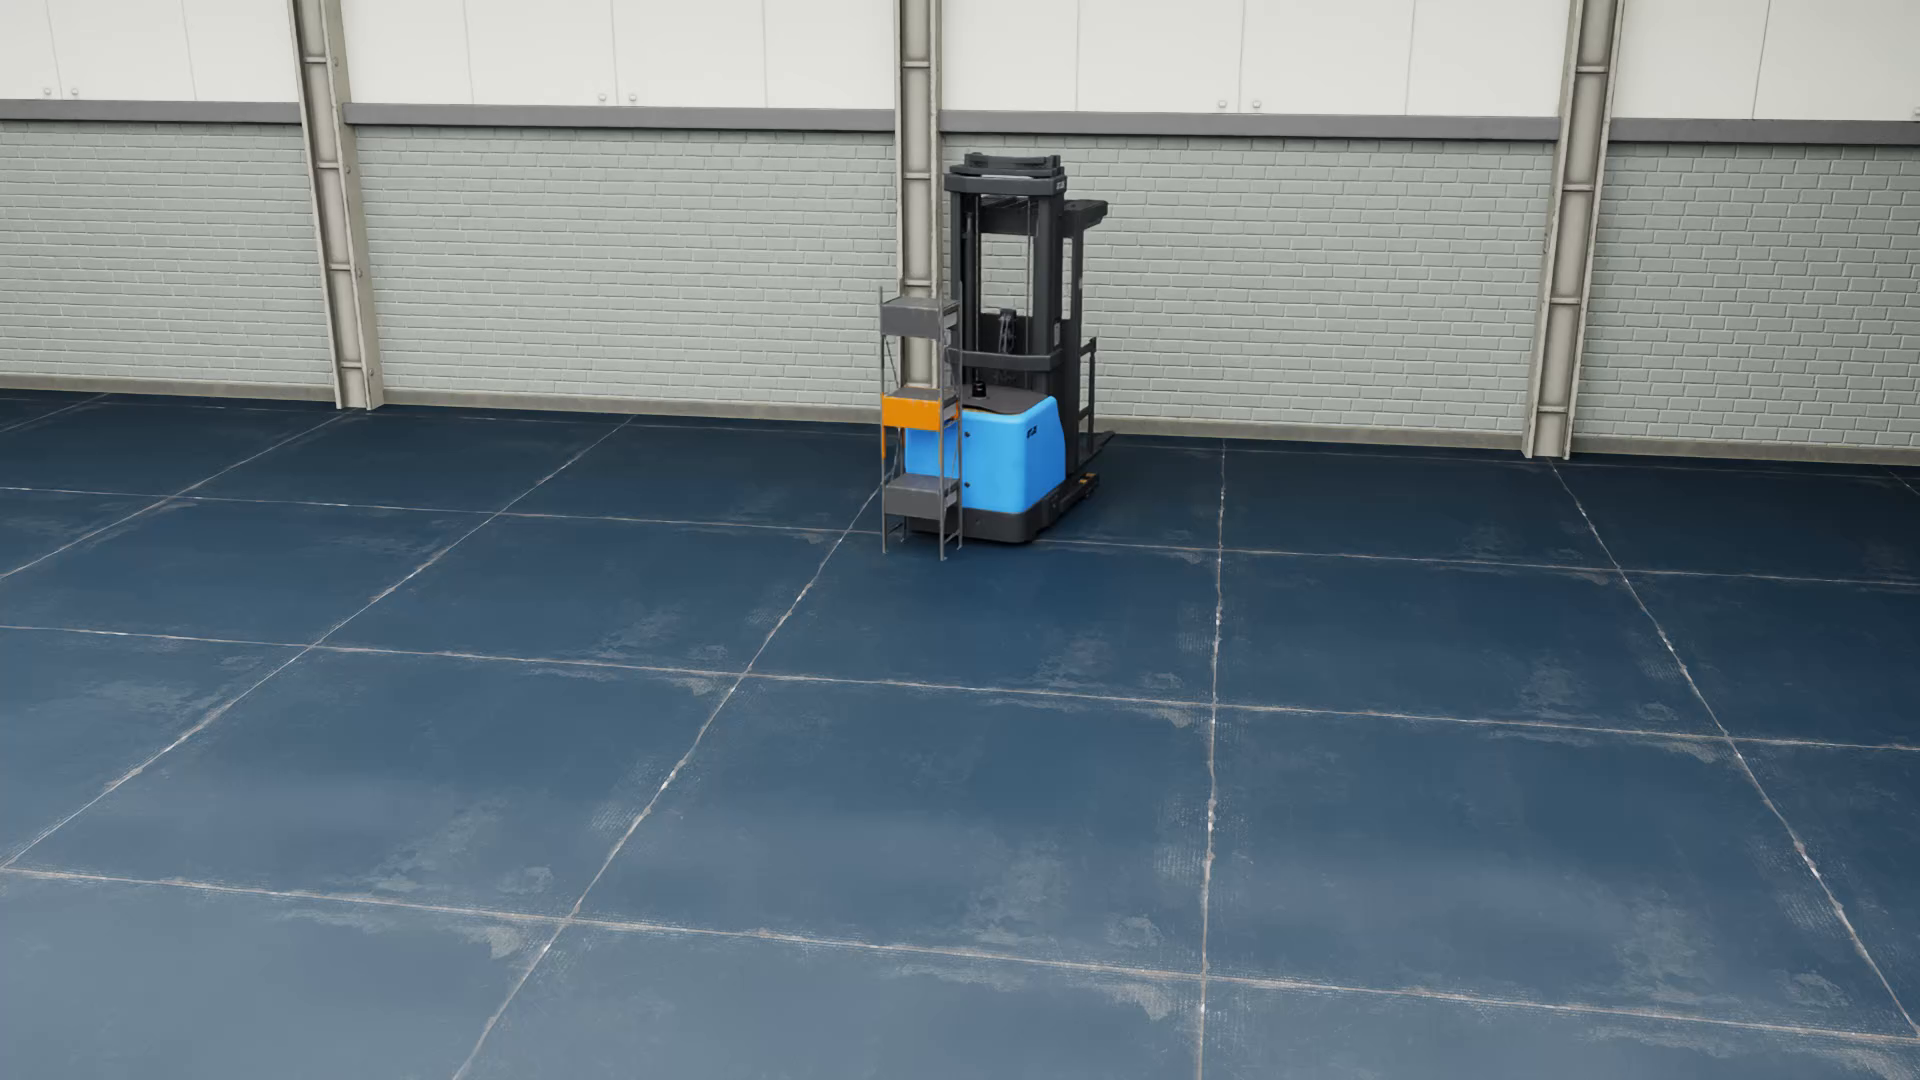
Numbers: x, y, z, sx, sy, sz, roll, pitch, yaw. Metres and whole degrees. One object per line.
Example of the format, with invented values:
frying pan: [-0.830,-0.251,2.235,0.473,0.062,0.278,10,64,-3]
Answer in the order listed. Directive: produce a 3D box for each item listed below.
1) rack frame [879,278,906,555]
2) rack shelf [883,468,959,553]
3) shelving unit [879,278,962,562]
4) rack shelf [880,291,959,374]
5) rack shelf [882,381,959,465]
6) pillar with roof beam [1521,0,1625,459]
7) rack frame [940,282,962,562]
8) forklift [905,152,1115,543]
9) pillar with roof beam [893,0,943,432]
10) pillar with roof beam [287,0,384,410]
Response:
rack frame: [-0.518,-0.941,12.807,0.015,2.100,0.400,7,20,21]
rack shelf: [-0.292,-0.235,12.945,0.480,0.518,0.431,7,20,21]
shelving unit: [-0.292,-0.912,12.719,0.503,2.100,0.431,7,20,21]
rack shelf: [-0.292,-1.563,12.501,0.480,0.518,0.431,7,20,21]
rack shelf: [-0.292,-0.899,12.723,0.480,0.518,0.431,7,20,21]
pillar with roof beam: [4.851,-3.731,10.271,0.400,9.000,9.100,3,19,9]
rack frame: [-0.067,-0.882,12.631,0.015,2.100,0.400,7,20,21]
forklift: [0.574,-1.797,14.055,1.130,2.935,3.031,7,20,21]
pillar with roof beam: [-1.073,-4.033,11.173,0.400,9.000,9.100,3,19,9]
pillar with roof beam: [-6.997,-4.334,12.076,0.400,9.000,9.100,3,19,9]
